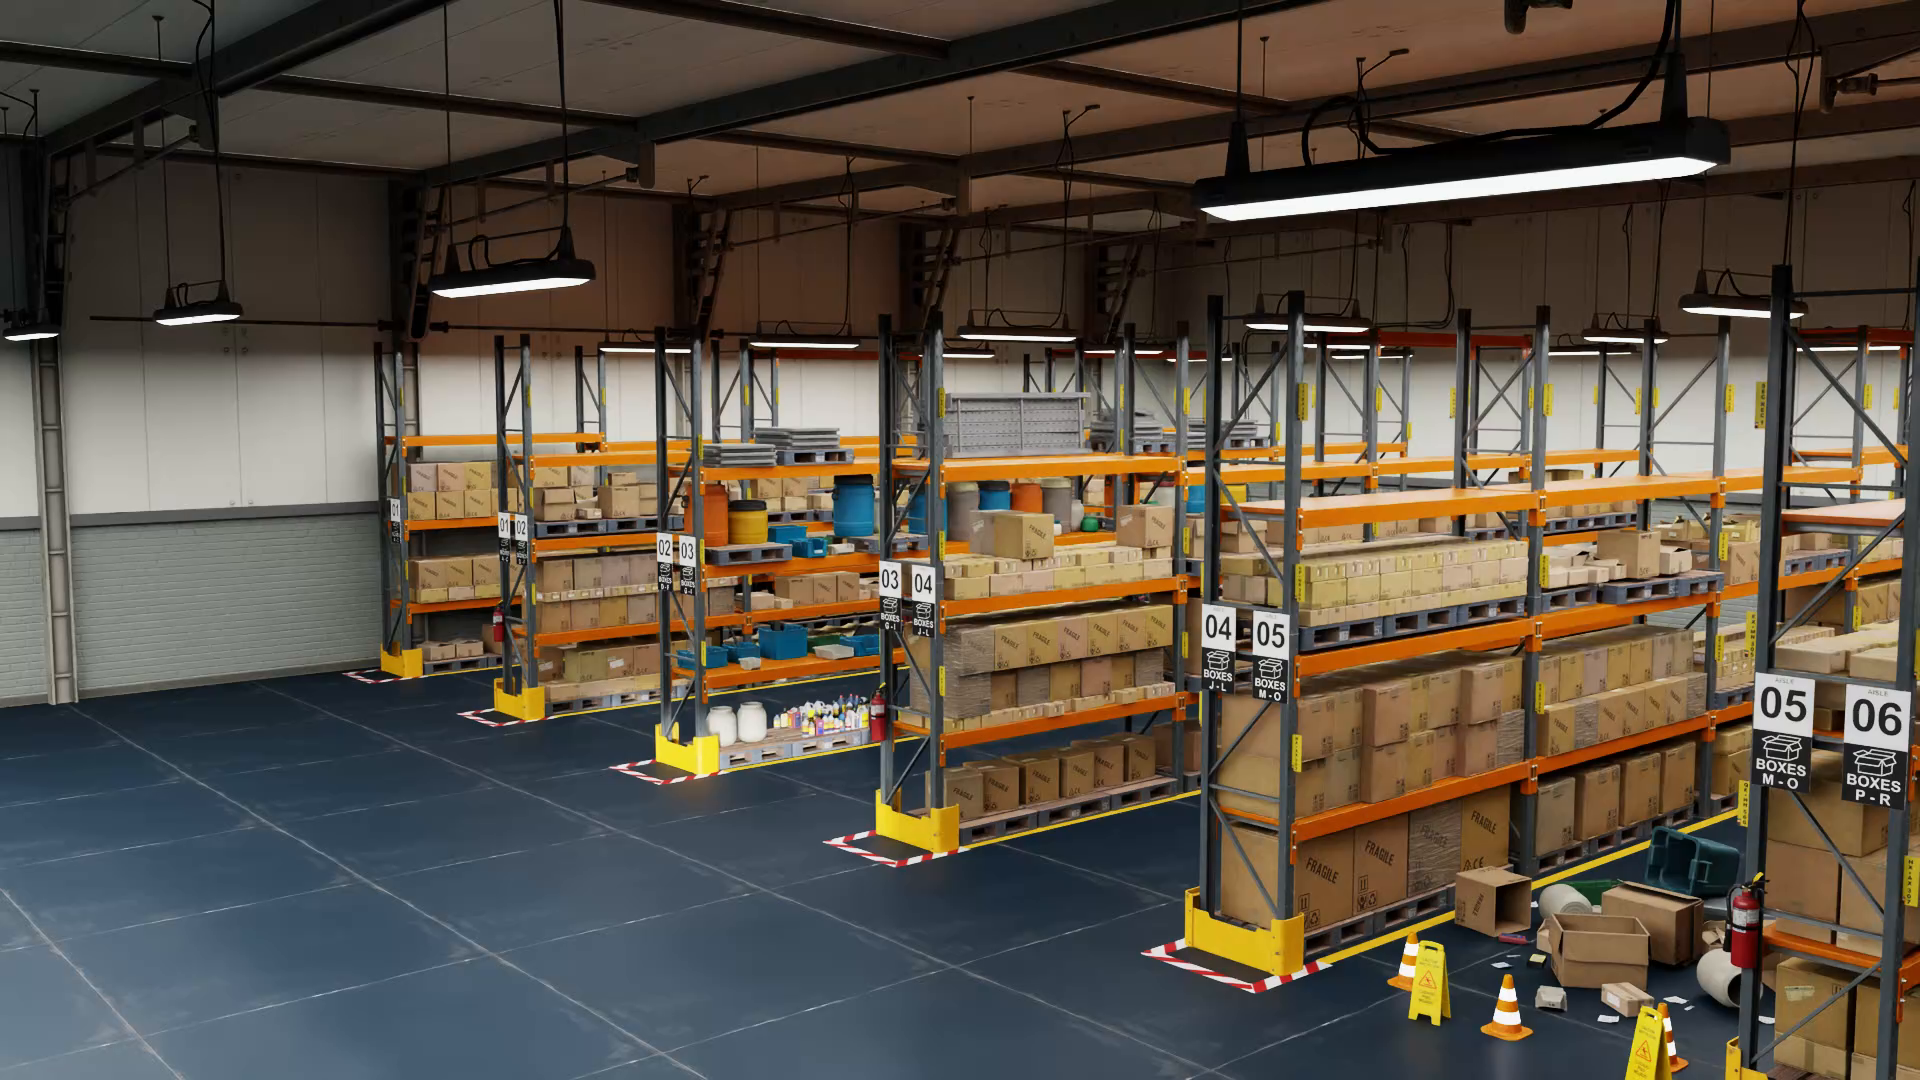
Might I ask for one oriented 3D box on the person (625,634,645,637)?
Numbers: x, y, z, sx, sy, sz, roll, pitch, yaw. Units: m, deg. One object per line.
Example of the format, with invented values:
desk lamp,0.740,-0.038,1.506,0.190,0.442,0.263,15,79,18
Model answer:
person,-6.080,1.493,31.187,0.555,1.617,1.081,2,6,23
